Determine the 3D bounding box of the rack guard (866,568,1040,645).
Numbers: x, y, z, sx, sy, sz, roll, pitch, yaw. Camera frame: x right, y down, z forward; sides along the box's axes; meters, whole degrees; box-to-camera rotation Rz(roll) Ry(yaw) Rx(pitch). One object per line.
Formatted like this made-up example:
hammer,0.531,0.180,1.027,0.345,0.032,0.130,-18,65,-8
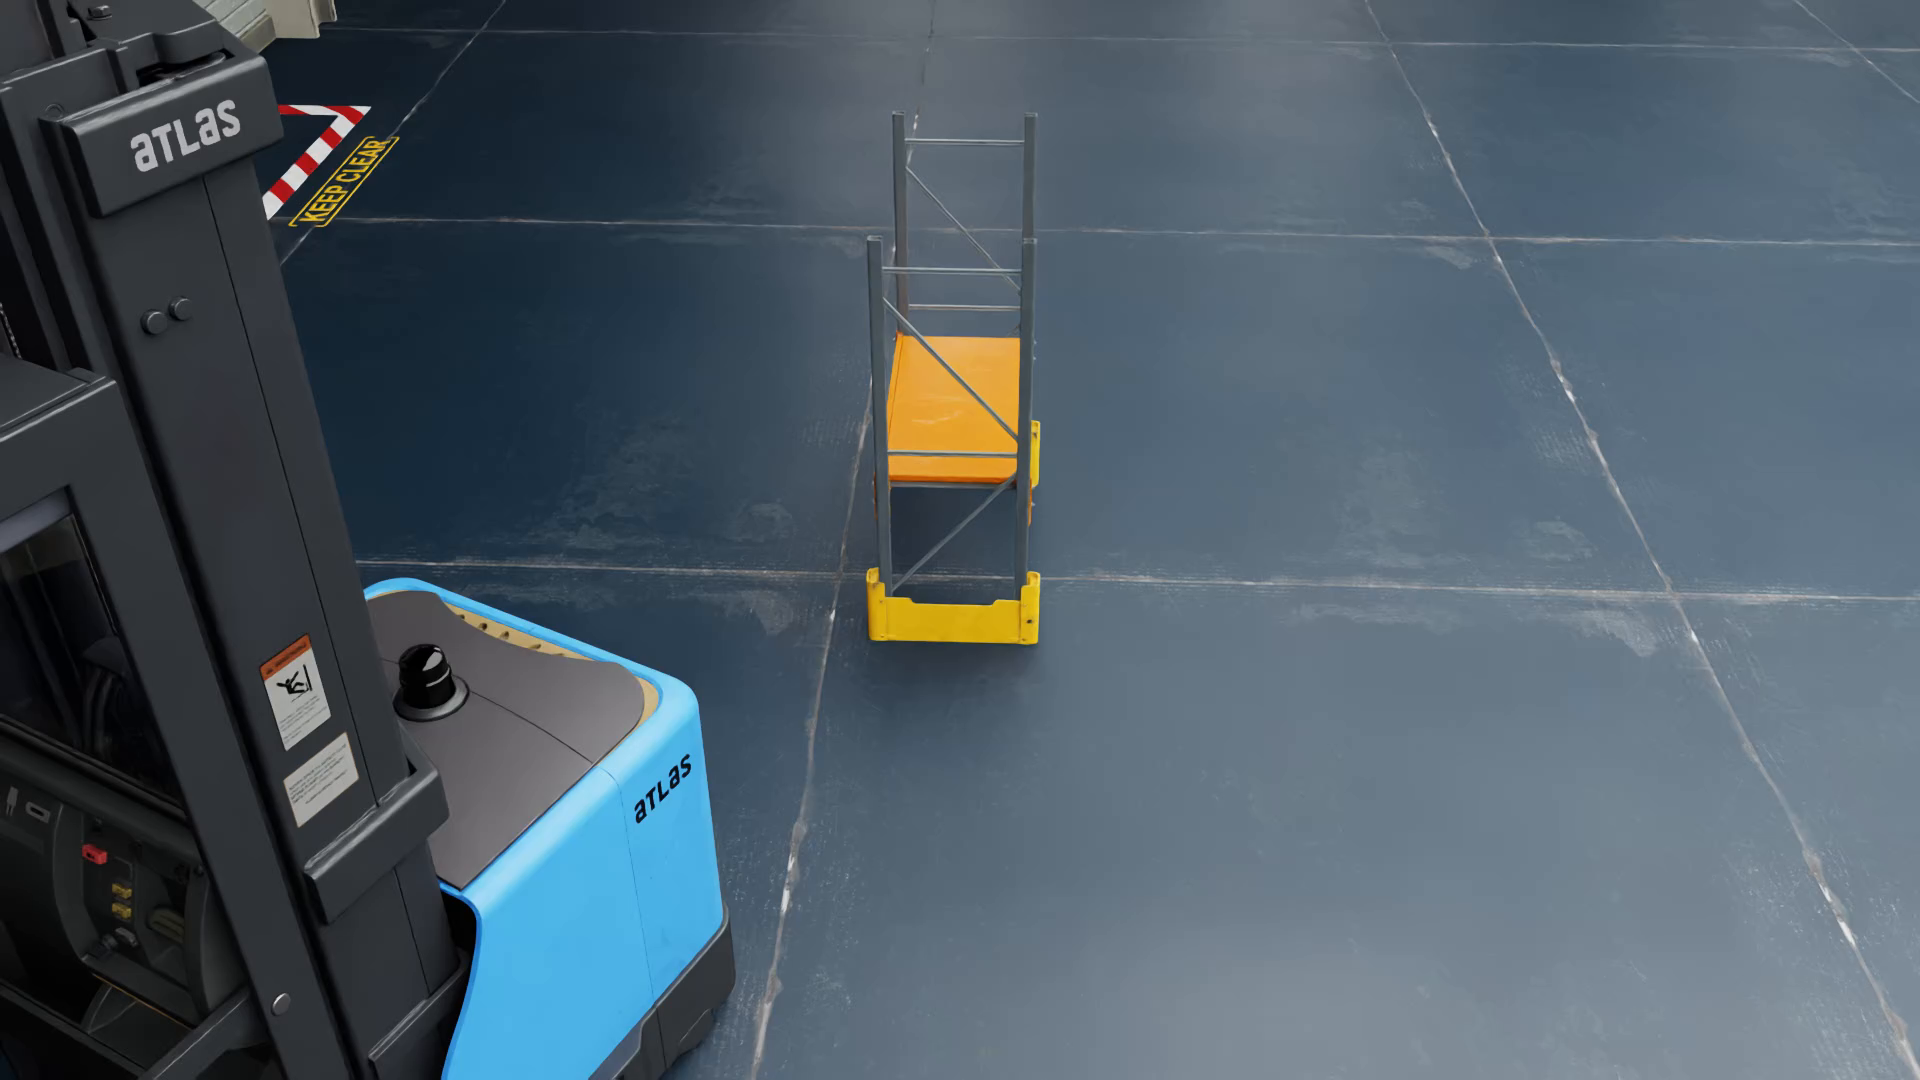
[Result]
rack guard,-0.023,0.228,5.709,0.587,0.250,0.087,1,35,2

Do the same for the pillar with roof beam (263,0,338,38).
pillar with roof beam,-0.079,-7.004,8.390,9.100,9.000,0.400,1,35,2

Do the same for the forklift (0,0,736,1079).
forklift,-1.752,0.629,2.806,1.130,2.935,3.031,18,39,23

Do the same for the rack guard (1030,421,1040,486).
rack guard,0.017,-0.345,6.523,0.587,0.250,0.087,1,35,2

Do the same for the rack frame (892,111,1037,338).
rack frame,0.017,-0.857,6.165,0.500,1.500,0.032,1,35,2

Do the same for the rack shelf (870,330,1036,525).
rack shelf,-0.003,-0.417,5.852,0.538,0.185,1.000,1,35,2

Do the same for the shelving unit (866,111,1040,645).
shelving unit,-0.003,-0.570,5.756,0.587,1.500,1.083,1,35,2

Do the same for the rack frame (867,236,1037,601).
rack frame,-0.024,-0.273,5.333,0.500,1.500,0.032,1,35,2
